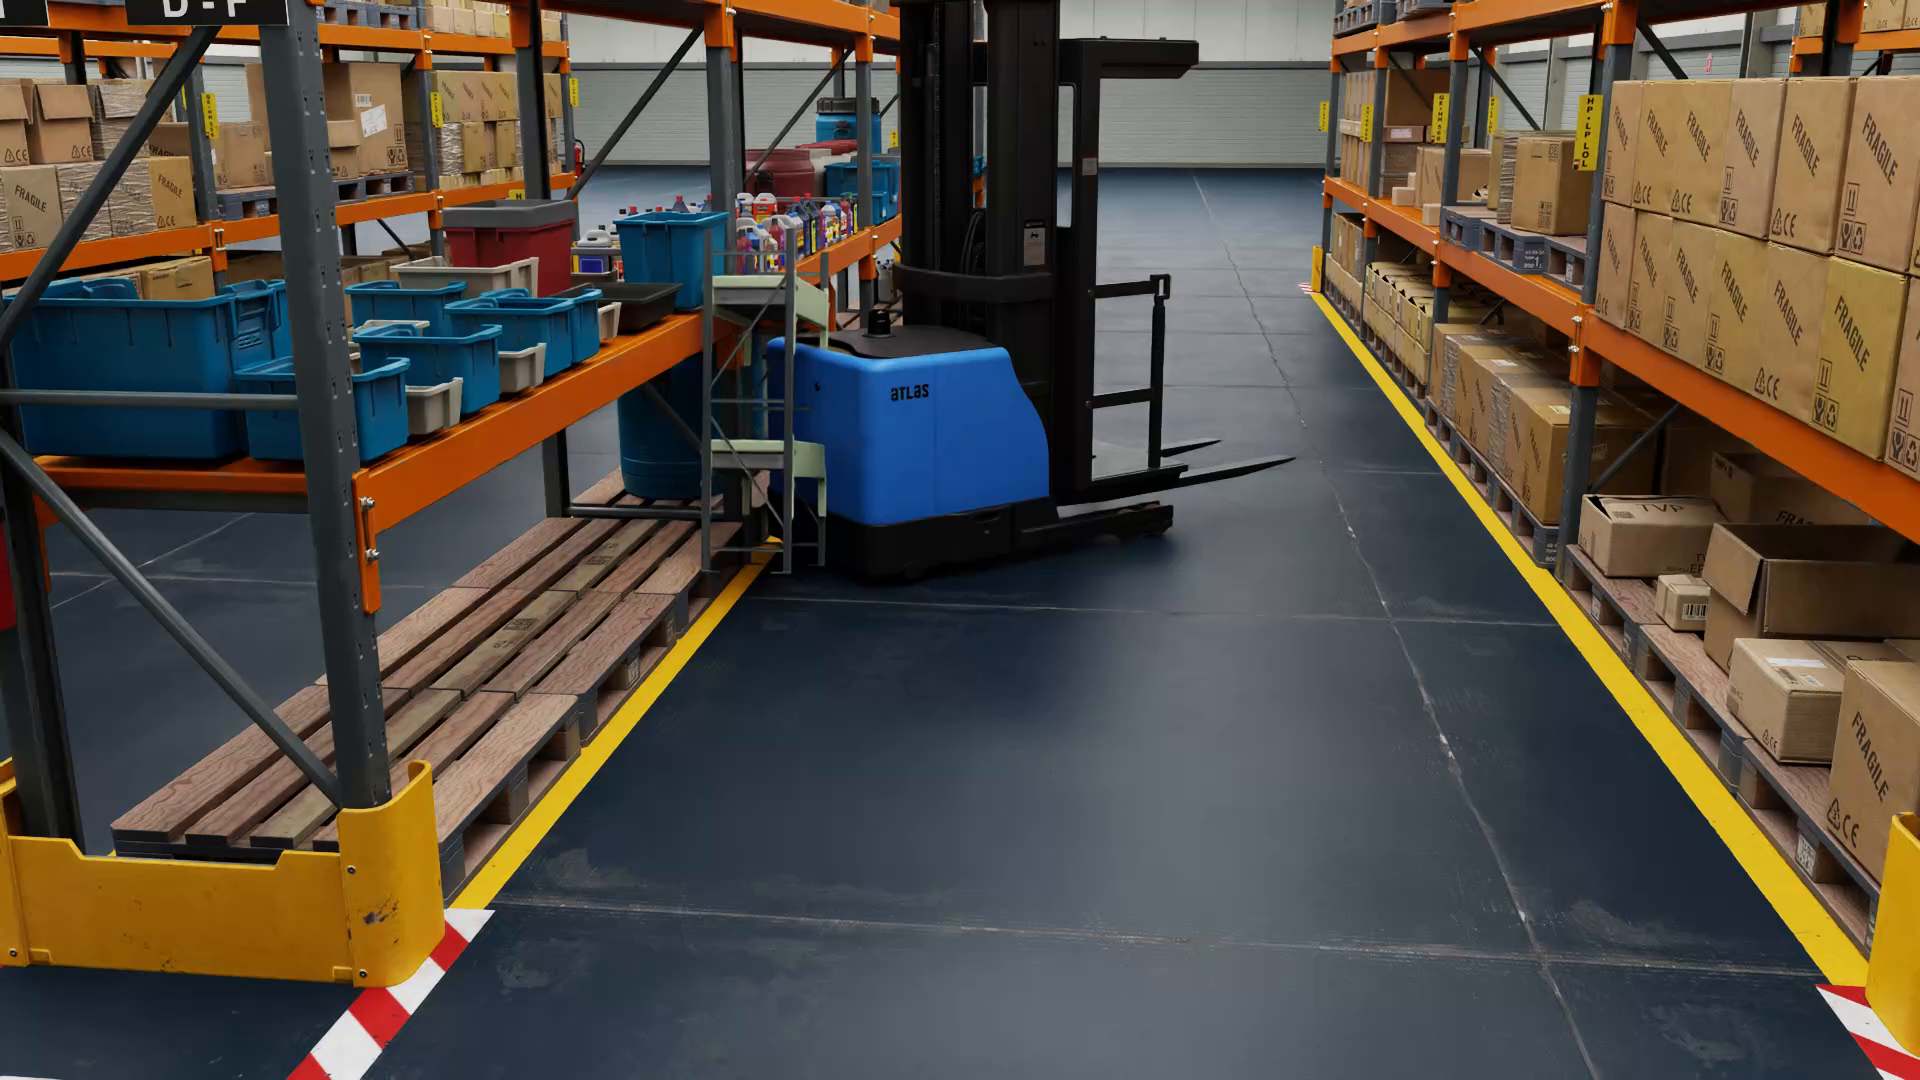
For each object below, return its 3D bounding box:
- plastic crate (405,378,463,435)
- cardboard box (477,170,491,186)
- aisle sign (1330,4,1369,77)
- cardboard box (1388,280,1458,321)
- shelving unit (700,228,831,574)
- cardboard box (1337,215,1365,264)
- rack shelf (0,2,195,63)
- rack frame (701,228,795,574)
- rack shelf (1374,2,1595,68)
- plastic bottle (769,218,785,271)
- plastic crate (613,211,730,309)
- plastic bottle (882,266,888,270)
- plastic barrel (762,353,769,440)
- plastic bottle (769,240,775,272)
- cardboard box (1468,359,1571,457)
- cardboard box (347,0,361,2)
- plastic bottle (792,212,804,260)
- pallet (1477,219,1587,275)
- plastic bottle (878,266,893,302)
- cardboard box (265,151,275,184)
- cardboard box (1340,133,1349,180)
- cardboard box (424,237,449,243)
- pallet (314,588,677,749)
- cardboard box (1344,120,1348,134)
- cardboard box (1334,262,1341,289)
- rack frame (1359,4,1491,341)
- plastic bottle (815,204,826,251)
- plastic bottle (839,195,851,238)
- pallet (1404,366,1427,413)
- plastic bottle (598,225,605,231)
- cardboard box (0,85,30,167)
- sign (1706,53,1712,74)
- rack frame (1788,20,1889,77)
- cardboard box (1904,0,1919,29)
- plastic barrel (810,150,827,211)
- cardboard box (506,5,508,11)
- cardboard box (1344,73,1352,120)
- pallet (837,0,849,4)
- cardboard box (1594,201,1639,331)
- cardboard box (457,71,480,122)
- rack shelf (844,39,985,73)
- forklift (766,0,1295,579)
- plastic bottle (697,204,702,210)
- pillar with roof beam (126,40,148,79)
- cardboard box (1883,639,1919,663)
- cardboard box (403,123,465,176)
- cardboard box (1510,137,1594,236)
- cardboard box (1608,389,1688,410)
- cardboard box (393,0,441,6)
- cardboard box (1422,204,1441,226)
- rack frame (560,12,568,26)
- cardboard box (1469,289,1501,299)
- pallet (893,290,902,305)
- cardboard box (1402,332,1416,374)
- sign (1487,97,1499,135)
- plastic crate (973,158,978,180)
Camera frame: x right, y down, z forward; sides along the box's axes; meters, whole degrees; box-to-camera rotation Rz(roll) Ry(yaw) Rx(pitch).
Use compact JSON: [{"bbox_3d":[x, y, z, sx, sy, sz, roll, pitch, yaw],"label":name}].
[{"bbox_3d":[-1.557,-0.382,4.717,0.250,0.136,0.298,2,15,6],"label":"plastic crate"},{"bbox_3d":[-5.144,-3.788,17.404,0.380,0.149,0.250,2,15,6],"label":"cardboard box"},{"bbox_3d":[4.400,-5.629,18.752,0.394,0.787,0.004,2,15,6],"label":"aisle sign"},{"bbox_3d":[3.779,-1.958,13.545,0.500,0.311,0.500,2,15,8],"label":"cardboard box"},{"bbox_3d":[-0.881,-0.615,7.617,0.431,1.500,0.755,1,2,7],"label":"shelving unit"},{"bbox_3d":[4.317,-3.193,17.750,0.500,0.500,0.500,2,15,6],"label":"cardboard box"},{"bbox_3d":[-6.274,-3.148,10.188,1.077,0.370,4.000,2,15,6],"label":"rack shelf"},{"bbox_3d":[-0.926,-0.603,7.254,0.400,1.500,0.023,1,2,7],"label":"rack frame"},{"bbox_3d":[4.020,-3.892,12.942,1.077,0.370,4.000,2,15,6],"label":"rack shelf"},{"bbox_3d":[-1.013,-1.639,9.200,0.061,0.283,0.133,2,15,6],"label":"plastic bottle"},{"bbox_3d":[-1.292,-1.272,7.537,0.392,0.384,0.575,2,15,6],"label":"plastic crate"},{"bbox_3d":[-0.809,-2.706,17.298,0.152,0.276,0.135,2,15,7],"label":"plastic bottle"},{"bbox_3d":[-1.268,-0.852,10.029,0.421,0.512,0.421,0,15,0],"label":"plastic barrel"},{"bbox_3d":[-1.055,-1.545,9.009,0.097,0.201,0.097,0,15,0],"label":"plastic bottle"},{"bbox_3d":[3.290,-0.768,9.700,0.500,0.500,0.500,1,15,4],"label":"cardboard box"},{"bbox_3d":[-5.604,-4.942,14.899,0.396,0.266,0.258,2,15,8],"label":"cardboard box"},{"bbox_3d":[-0.966,-1.784,9.759,0.097,0.271,0.097,0,15,0],"label":"plastic bottle"},{"bbox_3d":[3.579,-1.676,9.481,1.003,0.211,1.213,2,15,6],"label":"pallet"},{"bbox_3d":[-0.746,-2.562,16.623,0.144,0.351,0.185,2,15,6],"label":"plastic bottle"},{"bbox_3d":[-5.631,-3.124,13.951,0.500,0.250,0.500,1,15,5],"label":"cardboard box"},{"bbox_3d":[4.631,-4.275,18.535,0.700,0.500,0.500,2,15,6],"label":"cardboard box"},{"bbox_3d":[-5.463,-3.014,18.046,0.500,0.500,0.500,0,15,1],"label":"cardboard box"},{"bbox_3d":[-1.758,0.473,6.509,1.003,0.211,1.213,2,15,6],"label":"pallet"},{"bbox_3d":[4.382,-4.481,18.051,0.380,0.149,0.250,2,15,6],"label":"cardboard box"},{"bbox_3d":[4.305,-2.831,17.849,0.500,0.250,0.500,2,15,6],"label":"cardboard box"},{"bbox_3d":[4.245,-3.310,15.158,1.000,3.000,0.127,2,15,6],"label":"rack frame"},{"bbox_3d":[-0.878,-1.950,10.349,0.061,0.283,0.133,2,15,6],"label":"plastic bottle"},{"bbox_3d":[-0.775,-2.186,11.224,0.061,0.283,0.133,2,15,6],"label":"plastic bottle"},{"bbox_3d":[3.926,-1.139,12.471,1.003,0.211,1.213,2,15,6],"label":"pallet"},{"bbox_3d":[-1.875,-1.499,8.683,0.061,0.283,0.133,2,15,6],"label":"plastic bottle"},{"bbox_3d":[-6.293,-2.566,10.292,0.797,0.503,0.637,2,15,8],"label":"cardboard box"},{"bbox_3d":[11.493,-7.310,25.508,0.001,0.298,0.199,2,15,6],"label":"sign"},{"bbox_3d":[9.619,-4.203,18.459,1.000,3.000,0.127,2,15,6],"label":"rack frame"},{"bbox_3d":[9.049,-4.940,15.210,0.500,0.500,0.500,0,15,2],"label":"cardboard box"},{"bbox_3d":[-1.223,-2.747,12.860,0.421,0.512,0.421,0,15,0],"label":"plastic barrel"},{"bbox_3d":[-5.021,-5.790,18.106,0.380,0.149,0.250,1,15,3],"label":"cardboard box"},{"bbox_3d":[4.625,-4.888,18.315,0.700,0.500,0.500,2,15,6],"label":"cardboard box"},{"bbox_3d":[-1.311,-3.581,10.775,1.003,0.211,1.213,2,15,6],"label":"pallet"},{"bbox_3d":[3.014,-1.160,7.012,0.500,0.500,0.500,2,15,8],"label":"cardboard box"},{"bbox_3d":[-5.239,-4.517,16.942,0.500,0.500,0.500,2,15,6],"label":"cardboard box"},{"bbox_3d":[-0.450,-5.077,17.322,1.077,0.370,4.000,2,15,6],"label":"rack shelf"},{"bbox_3d":[0.510,-1.511,8.636,3.031,2.935,1.130,-11,18,-35],"label":"forklift"},{"bbox_3d":[-1.642,-1.986,10.507,0.097,0.271,0.097,0,15,0],"label":"plastic bottle"},{"bbox_3d":[-14.591,-12.361,37.137,9.100,9.000,0.400,2,15,6],"label":"pillar with roof beam"},{"bbox_3d":[3.347,0.525,5.399,0.500,0.250,0.500,2,15,6],"label":"cardboard box"},{"bbox_3d":[-5.485,-3.910,16.614,0.875,0.500,0.500,2,15,6],"label":"cardboard box"},{"bbox_3d":[3.481,-1.947,9.118,0.700,0.500,0.500,-2,15,-8],"label":"cardboard box"},{"bbox_3d":[3.688,-0.498,8.704,0.500,0.500,0.500,2,15,7],"label":"cardboard box"},{"bbox_3d":[-5.254,-5.246,16.095,0.380,0.149,0.250,1,15,5],"label":"cardboard box"},{"bbox_3d":[3.621,-2.393,12.247,0.380,0.149,0.250,2,15,6],"label":"cardboard box"},{"bbox_3d":[-5.146,-7.537,19.294,1.000,3.000,0.127,2,15,6],"label":"rack frame"},{"bbox_3d":[4.256,-1.815,13.016,0.500,0.311,0.500,1,15,5],"label":"cardboard box"},{"bbox_3d":[-0.424,-2.601,17.878,1.003,0.211,1.213,2,15,6],"label":"pallet"},{"bbox_3d":[3.666,-1.426,12.651,0.500,0.250,0.500,2,15,6],"label":"cardboard box"},{"bbox_3d":[4.786,-3.818,14.967,0.100,0.325,0.005,2,15,6],"label":"sign"},{"bbox_3d":[-0.063,-4.116,18.422,0.499,0.251,0.408,2,15,6],"label":"plastic crate"}]
